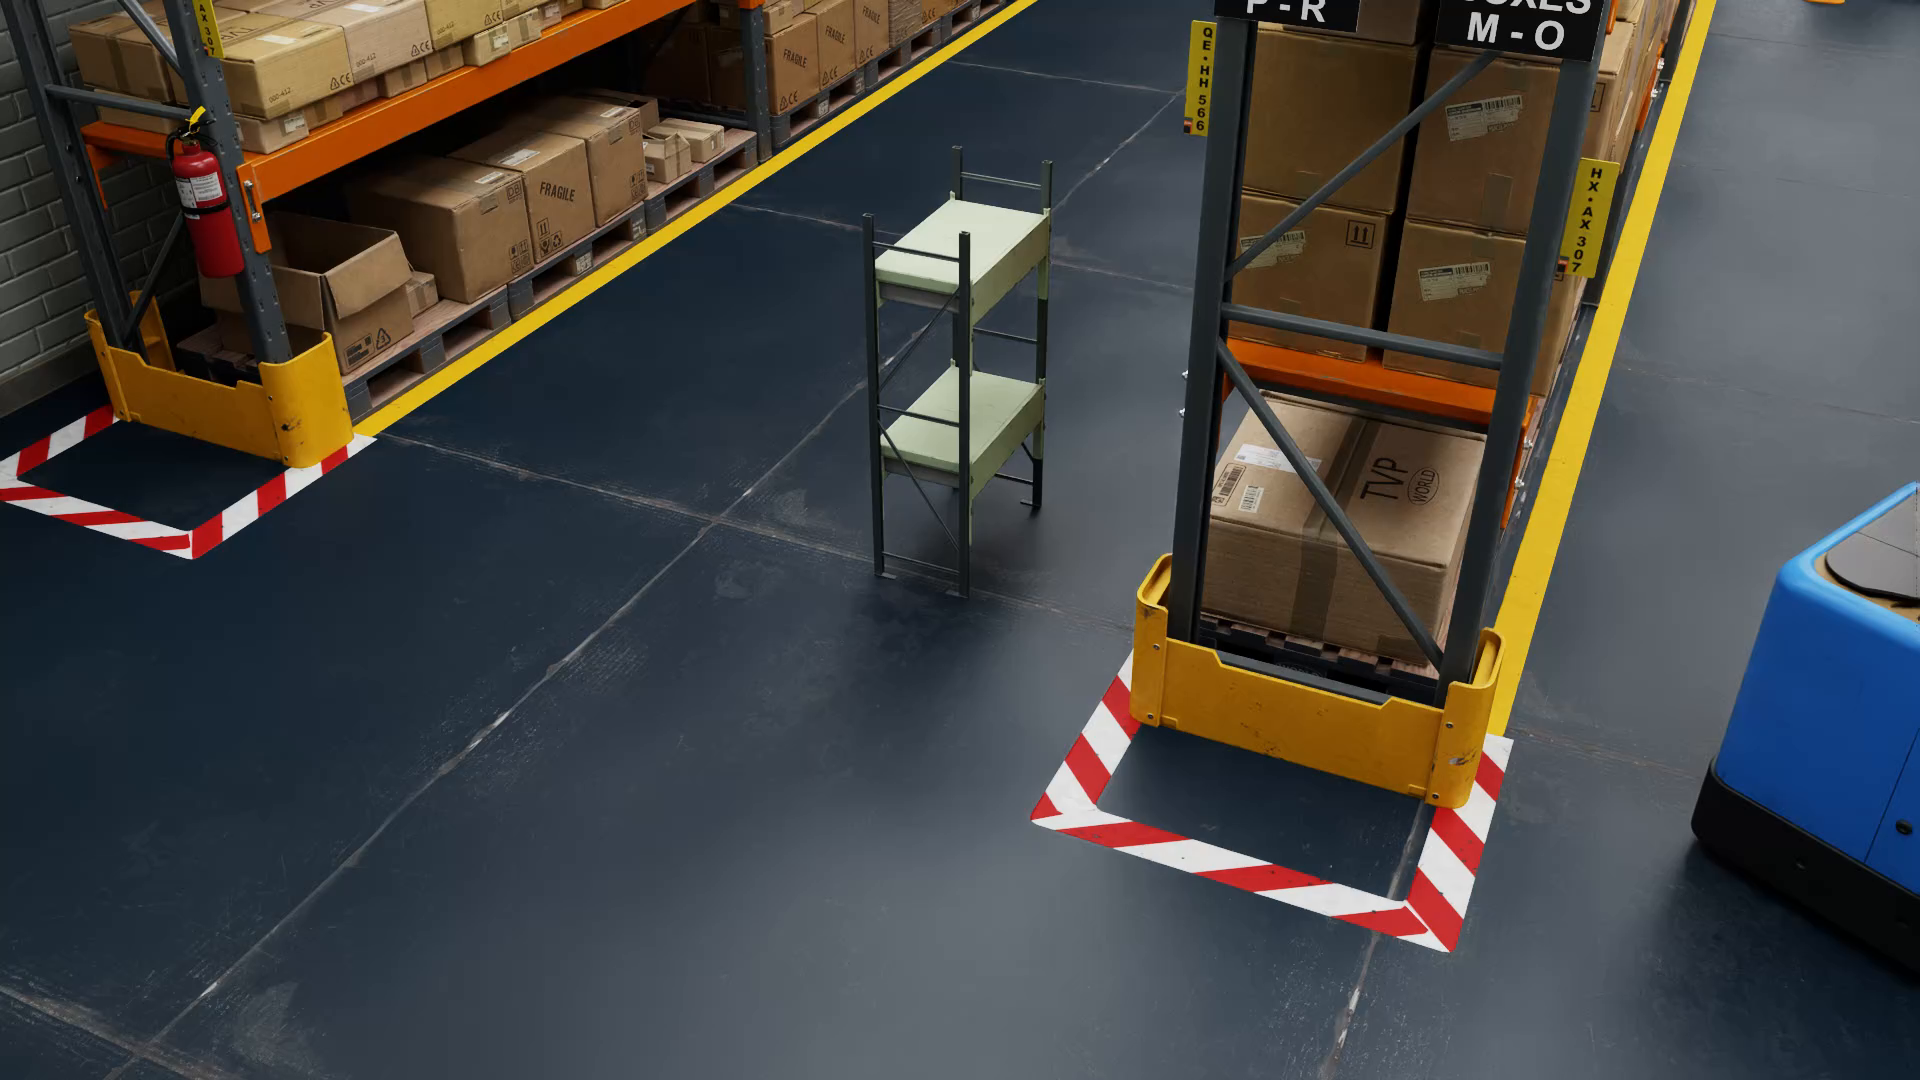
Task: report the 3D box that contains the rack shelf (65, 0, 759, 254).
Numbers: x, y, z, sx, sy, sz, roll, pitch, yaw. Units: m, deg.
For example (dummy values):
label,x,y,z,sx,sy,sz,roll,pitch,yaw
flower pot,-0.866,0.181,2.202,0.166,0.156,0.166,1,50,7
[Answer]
label,x,y,z,sx,sy,sz,roll,pitch,yaw
rack shelf,-2.489,-2.430,8.376,1.077,0.370,4.000,14,36,20

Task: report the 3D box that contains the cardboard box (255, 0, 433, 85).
label,x,y,z,sx,sy,sz,roll,pitch,yaw
cardboard box,-2.680,-2.212,7.253,0.500,0.250,0.500,15,36,21

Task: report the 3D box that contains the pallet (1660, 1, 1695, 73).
label,x,y,z,sx,sy,sz,roll,pitch,yaw
pallet,4.860,-3.805,12.360,1.003,0.211,1.213,14,36,20

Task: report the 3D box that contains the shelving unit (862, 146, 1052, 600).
label,x,y,z,sx,sy,sz,roll,pitch,yaw
shelving unit,0.003,-0.631,6.344,0.431,1.500,0.755,14,36,20

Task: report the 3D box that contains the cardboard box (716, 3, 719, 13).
label,x,y,z,sx,sy,sz,roll,pitch,yaw
cardboard box,-1.655,-3.510,10.673,0.380,0.149,0.250,14,36,21

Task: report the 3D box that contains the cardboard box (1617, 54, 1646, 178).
label,x,y,z,sx,sy,sz,roll,pitch,yaw
cardboard box,2.256,-1.574,6.323,0.500,0.500,0.500,15,36,22

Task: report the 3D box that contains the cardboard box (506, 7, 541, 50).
label,x,y,z,sx,sy,sz,roll,pitch,yaw
cardboard box,-2.263,-2.496,8.051,0.380,0.149,0.250,15,36,22

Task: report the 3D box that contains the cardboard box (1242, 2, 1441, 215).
label,x,y,z,sx,sy,sz,roll,pitch,yaw
cardboard box,1.170,-1.352,5.074,0.500,0.500,0.500,15,36,22

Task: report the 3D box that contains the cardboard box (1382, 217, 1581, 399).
label,x,y,z,sx,sy,sz,roll,pitch,yaw
cardboard box,1.646,-0.813,5.163,0.500,0.500,0.500,14,36,20

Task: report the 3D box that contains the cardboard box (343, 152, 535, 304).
label,x,y,z,sx,sy,sz,roll,pitch,yaw
cardboard box,-2.591,-1.565,8.297,0.700,0.500,0.500,16,36,22

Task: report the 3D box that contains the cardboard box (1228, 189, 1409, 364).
label,x,y,z,sx,sy,sz,roll,pitch,yaw
cardboard box,1.146,-0.940,5.358,0.500,0.500,0.500,14,36,21

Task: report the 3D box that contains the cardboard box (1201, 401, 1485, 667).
label,x,y,z,sx,sy,sz,roll,pitch,yaw
cardboard box,1.370,-0.053,6.050,0.875,0.438,0.875,13,35,19

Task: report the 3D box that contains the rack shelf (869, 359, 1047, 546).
label,x,y,z,sx,sy,sz,roll,pitch,yaw
rack shelf,0.003,-0.358,6.523,0.431,0.370,0.720,14,36,20

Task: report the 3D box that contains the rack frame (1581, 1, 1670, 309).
label,x,y,z,sx,sy,sz,roll,pitch,yaw
rack frame,2.858,-2.590,7.964,1.000,3.000,0.127,14,36,20

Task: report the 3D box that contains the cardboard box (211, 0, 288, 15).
label,x,y,z,sx,sy,sz,roll,pitch,yaw
cardboard box,-3.157,-2.343,7.453,0.500,0.250,0.500,14,36,21

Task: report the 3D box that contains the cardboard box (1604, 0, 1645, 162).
label,x,y,z,sx,sy,sz,roll,pitch,yaw
cardboard box,1.854,-1.490,5.284,0.500,0.500,0.500,13,35,19

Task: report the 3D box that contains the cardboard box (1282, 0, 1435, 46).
label,x,y,z,sx,sy,sz,roll,pitch,yaw
cardboard box,1.153,-1.554,4.789,0.380,0.149,0.250,15,36,21

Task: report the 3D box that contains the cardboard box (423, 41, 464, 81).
label,x,y,z,sx,sy,sz,roll,pitch,yaw
cardboard box,-2.529,-2.252,7.678,0.380,0.149,0.250,15,36,21

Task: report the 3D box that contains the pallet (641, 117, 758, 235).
label,x,y,z,sx,sy,sz,roll,pitch,yaw
pallet,-1.940,-2.219,9.941,1.003,0.211,1.213,14,36,20

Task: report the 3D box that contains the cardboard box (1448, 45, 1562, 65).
label,x,y,z,sx,sy,sz,roll,pitch,yaw
cardboard box,1.584,-1.442,4.619,0.380,0.149,0.250,15,36,21

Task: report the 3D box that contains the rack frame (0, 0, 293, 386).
label,x,y,z,sx,sy,sz,roll,pitch,yaw
rack frame,-3.326,-1.735,6.660,1.000,3.000,0.127,14,36,20

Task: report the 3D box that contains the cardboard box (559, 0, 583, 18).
label,x,y,z,sx,sy,sz,roll,pitch,yaw
cardboard box,-2.157,-2.774,8.475,0.380,0.149,0.250,15,36,21

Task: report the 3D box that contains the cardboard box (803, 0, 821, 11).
label,x,y,z,sx,sy,sz,roll,pitch,yaw
cardboard box,-1.118,-3.532,10.706,0.380,0.149,0.250,12,35,18

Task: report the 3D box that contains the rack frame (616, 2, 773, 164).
label,x,y,z,sx,sy,sz,roll,pitch,yaw
rack frame,-1.652,-3.727,9.698,1.000,3.000,0.127,14,36,20

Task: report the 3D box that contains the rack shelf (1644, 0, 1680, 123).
label,x,y,z,sx,sy,sz,roll,pitch,yaw
rack shelf,3.695,-3.285,9.681,1.077,0.370,4.000,14,36,20

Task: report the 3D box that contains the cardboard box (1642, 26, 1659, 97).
label,x,y,z,sx,sy,sz,roll,pitch,yaw
cardboard box,2.686,-2.085,7.102,0.500,0.500,0.500,13,36,19

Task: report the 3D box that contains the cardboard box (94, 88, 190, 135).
label,x,y,z,sx,sy,sz,roll,pitch,yaw
cardboard box,-3.431,-1.856,7.074,0.380,0.149,0.250,14,36,20

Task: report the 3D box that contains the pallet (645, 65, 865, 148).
label,x,y,z,sx,sy,sz,roll,pitch,yaw
pallet,-1.346,-2.974,11.094,1.003,0.211,1.213,14,36,20

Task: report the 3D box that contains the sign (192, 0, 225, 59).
label,x,y,z,sx,sy,sz,roll,pitch,yaw
sign,-2.833,-1.972,6.233,0.100,0.325,0.005,14,36,20

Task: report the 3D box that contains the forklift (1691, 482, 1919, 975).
label,x,y,z,sx,sy,sz,roll,pitch,yaw
forklift,3.775,-0.542,4.904,3.031,2.935,1.130,-23,40,-31

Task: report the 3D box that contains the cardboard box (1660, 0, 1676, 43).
label,x,y,z,sx,sy,sz,roll,pitch,yaw
cardboard box,3.282,-2.686,8.247,0.500,0.250,0.500,13,36,19

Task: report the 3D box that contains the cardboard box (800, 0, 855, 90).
label,x,y,z,sx,sy,sz,roll,pitch,yaw
cardboard box,-1.031,-3.314,10.965,0.500,0.500,0.500,14,36,20

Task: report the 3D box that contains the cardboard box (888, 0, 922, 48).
label,x,y,z,sx,sy,sz,roll,pitch,yaw
cardboard box,-0.596,-3.818,11.734,0.500,0.500,0.500,13,35,19

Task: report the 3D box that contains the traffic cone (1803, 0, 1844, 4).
label,x,y,z,sx,sy,sz,roll,pitch,yaw
traffic cone,6.958,-4.575,13.305,0.336,0.463,0.334,14,36,20

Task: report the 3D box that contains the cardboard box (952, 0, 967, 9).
label,x,y,z,sx,sy,sz,roll,pitch,yaw
cardboard box,-0.179,-4.342,12.534,0.500,0.500,0.500,14,36,20

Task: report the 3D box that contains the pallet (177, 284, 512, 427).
label,x,y,z,sx,sy,sz,roll,pitch,yaw
pallet,-2.961,-1.003,8.088,1.003,0.211,1.213,14,36,20

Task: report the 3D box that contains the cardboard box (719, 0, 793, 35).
label,x,y,z,sx,sy,sz,roll,pitch,yaw
cardboard box,-1.260,-3.246,10.270,0.380,0.149,0.250,16,36,23

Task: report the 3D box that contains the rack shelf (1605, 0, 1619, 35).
label,x,y,z,sx,sy,sz,roll,pitch,yaw
rack shelf,2.021,-2.547,5.820,1.077,0.370,4.000,14,36,20

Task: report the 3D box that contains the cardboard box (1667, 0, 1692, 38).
label,x,y,z,sx,sy,sz,roll,pitch,yaw
cardboard box,4.777,-3.938,12.033,0.950,0.372,0.625,12,35,17

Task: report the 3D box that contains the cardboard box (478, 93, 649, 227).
label,x,y,z,sx,sy,sz,roll,pitch,yaw
cardboard box,-2.156,-2.082,9.086,0.700,0.500,0.500,13,35,19

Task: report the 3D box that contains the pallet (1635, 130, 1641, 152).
label,x,y,z,sx,sy,sz,roll,pitch,yaw
pallet,3.621,-2.435,10.271,1.003,0.211,1.213,14,36,20

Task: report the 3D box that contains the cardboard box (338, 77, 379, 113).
label,x,y,z,sx,sy,sz,roll,pitch,yaw
cardboard box,-2.796,-2.006,7.303,0.380,0.149,0.250,14,36,20

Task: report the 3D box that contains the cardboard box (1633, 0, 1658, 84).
label,x,y,z,sx,sy,sz,roll,pitch,yaw
cardboard box,2.270,-1.997,6.057,0.500,0.500,0.500,14,36,21

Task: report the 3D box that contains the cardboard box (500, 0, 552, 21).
label,x,y,z,sx,sy,sz,roll,pitch,yaw
cardboard box,-2.277,-2.724,8.035,0.500,0.250,0.500,13,36,19

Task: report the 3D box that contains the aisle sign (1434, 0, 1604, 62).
label,x,y,z,sx,sy,sz,roll,pitch,yaw
aisle sign,1.418,-1.582,4.057,0.394,0.787,0.004,14,36,20

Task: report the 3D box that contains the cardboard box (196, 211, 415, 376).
label,x,y,z,sx,sy,sz,roll,pitch,yaw
cardboard box,-2.984,-1.149,7.661,0.797,0.503,0.637,13,35,19

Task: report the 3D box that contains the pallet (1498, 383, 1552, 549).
label,x,y,z,sx,sy,sz,roll,pitch,yaw
pallet,1.960,-0.453,7.249,1.003,0.211,1.213,14,36,20

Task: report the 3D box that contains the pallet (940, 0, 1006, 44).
label,x,y,z,sx,sy,sz,roll,pitch,yaw
pallet,-0.325,-4.190,12.947,1.003,0.211,1.213,14,36,20

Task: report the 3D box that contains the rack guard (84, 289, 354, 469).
label,x,y,z,sx,sy,sz,roll,pitch,yaw
rack guard,-3.294,-0.727,7.403,1.175,0.500,0.348,14,36,20

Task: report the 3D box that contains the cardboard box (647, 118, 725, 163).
label,x,y,z,sx,sy,sz,roll,pitch,yaw
cardboard box,-1.618,-2.365,9.839,0.380,0.149,0.250,13,35,19

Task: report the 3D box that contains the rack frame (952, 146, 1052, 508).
label,x,y,z,sx,sy,sz,roll,pitch,yaw
rack frame,0.156,-0.813,6.622,0.400,1.500,0.023,14,36,20

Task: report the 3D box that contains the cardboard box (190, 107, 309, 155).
label,x,y,z,sx,sy,sz,roll,pitch,yaw
cardboard box,-2.939,-1.730,6.882,0.380,0.149,0.250,14,36,20
